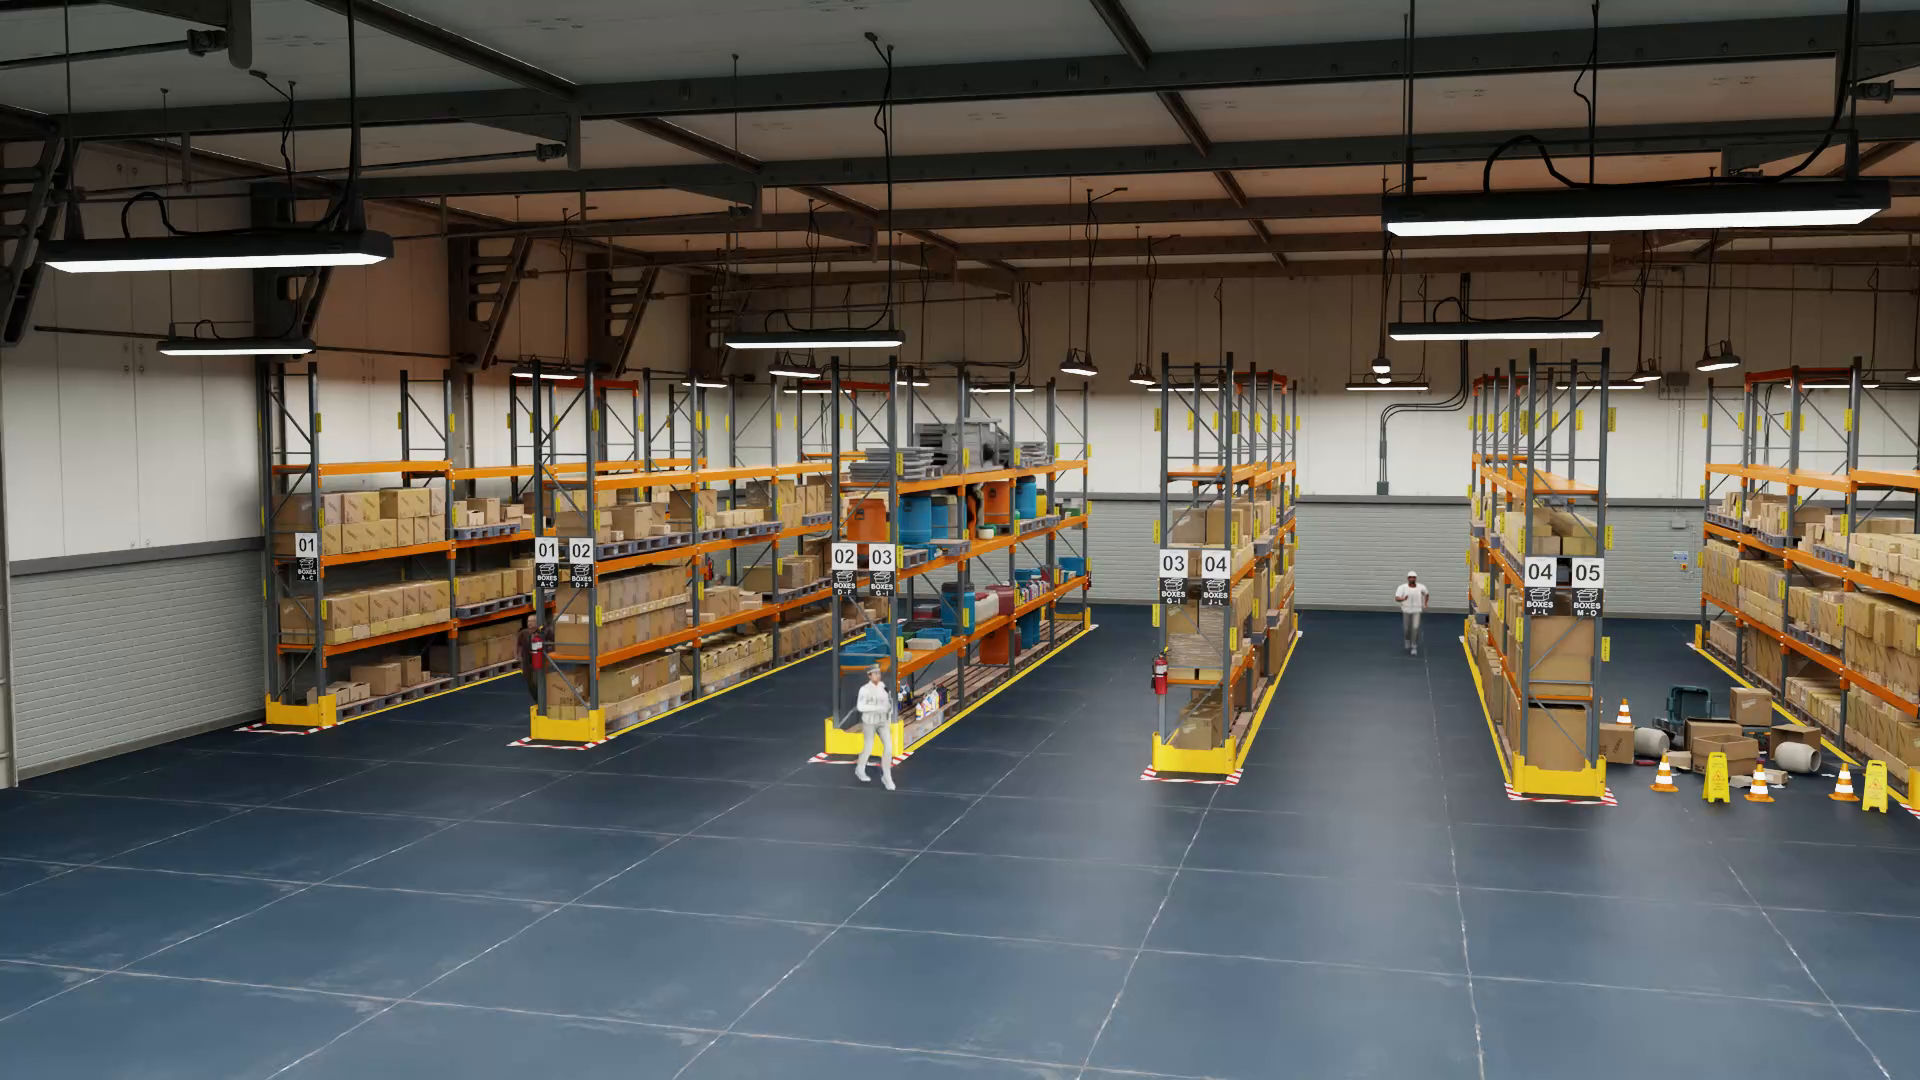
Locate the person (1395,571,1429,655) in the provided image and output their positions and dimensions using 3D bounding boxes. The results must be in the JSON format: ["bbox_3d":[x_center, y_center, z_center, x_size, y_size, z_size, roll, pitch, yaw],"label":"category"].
[{"bbox_3d":[9.793,1.556,36.050,0.696,1.763,0.972,1,4,17],"label":"person"}]

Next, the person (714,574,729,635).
[{"bbox_3d":[-5.300,1.588,36.852,0.624,1.688,0.689,1,4,17],"label":"person"}]

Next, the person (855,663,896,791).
[{"bbox_3d":[-1.187,2.553,22.861,0.598,1.754,0.776,-3,5,-37],"label":"person"}]

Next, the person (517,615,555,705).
[{"bbox_3d":[-7.250,2.140,28.331,0.714,1.735,0.650,1,4,15],"label":"person"}]
